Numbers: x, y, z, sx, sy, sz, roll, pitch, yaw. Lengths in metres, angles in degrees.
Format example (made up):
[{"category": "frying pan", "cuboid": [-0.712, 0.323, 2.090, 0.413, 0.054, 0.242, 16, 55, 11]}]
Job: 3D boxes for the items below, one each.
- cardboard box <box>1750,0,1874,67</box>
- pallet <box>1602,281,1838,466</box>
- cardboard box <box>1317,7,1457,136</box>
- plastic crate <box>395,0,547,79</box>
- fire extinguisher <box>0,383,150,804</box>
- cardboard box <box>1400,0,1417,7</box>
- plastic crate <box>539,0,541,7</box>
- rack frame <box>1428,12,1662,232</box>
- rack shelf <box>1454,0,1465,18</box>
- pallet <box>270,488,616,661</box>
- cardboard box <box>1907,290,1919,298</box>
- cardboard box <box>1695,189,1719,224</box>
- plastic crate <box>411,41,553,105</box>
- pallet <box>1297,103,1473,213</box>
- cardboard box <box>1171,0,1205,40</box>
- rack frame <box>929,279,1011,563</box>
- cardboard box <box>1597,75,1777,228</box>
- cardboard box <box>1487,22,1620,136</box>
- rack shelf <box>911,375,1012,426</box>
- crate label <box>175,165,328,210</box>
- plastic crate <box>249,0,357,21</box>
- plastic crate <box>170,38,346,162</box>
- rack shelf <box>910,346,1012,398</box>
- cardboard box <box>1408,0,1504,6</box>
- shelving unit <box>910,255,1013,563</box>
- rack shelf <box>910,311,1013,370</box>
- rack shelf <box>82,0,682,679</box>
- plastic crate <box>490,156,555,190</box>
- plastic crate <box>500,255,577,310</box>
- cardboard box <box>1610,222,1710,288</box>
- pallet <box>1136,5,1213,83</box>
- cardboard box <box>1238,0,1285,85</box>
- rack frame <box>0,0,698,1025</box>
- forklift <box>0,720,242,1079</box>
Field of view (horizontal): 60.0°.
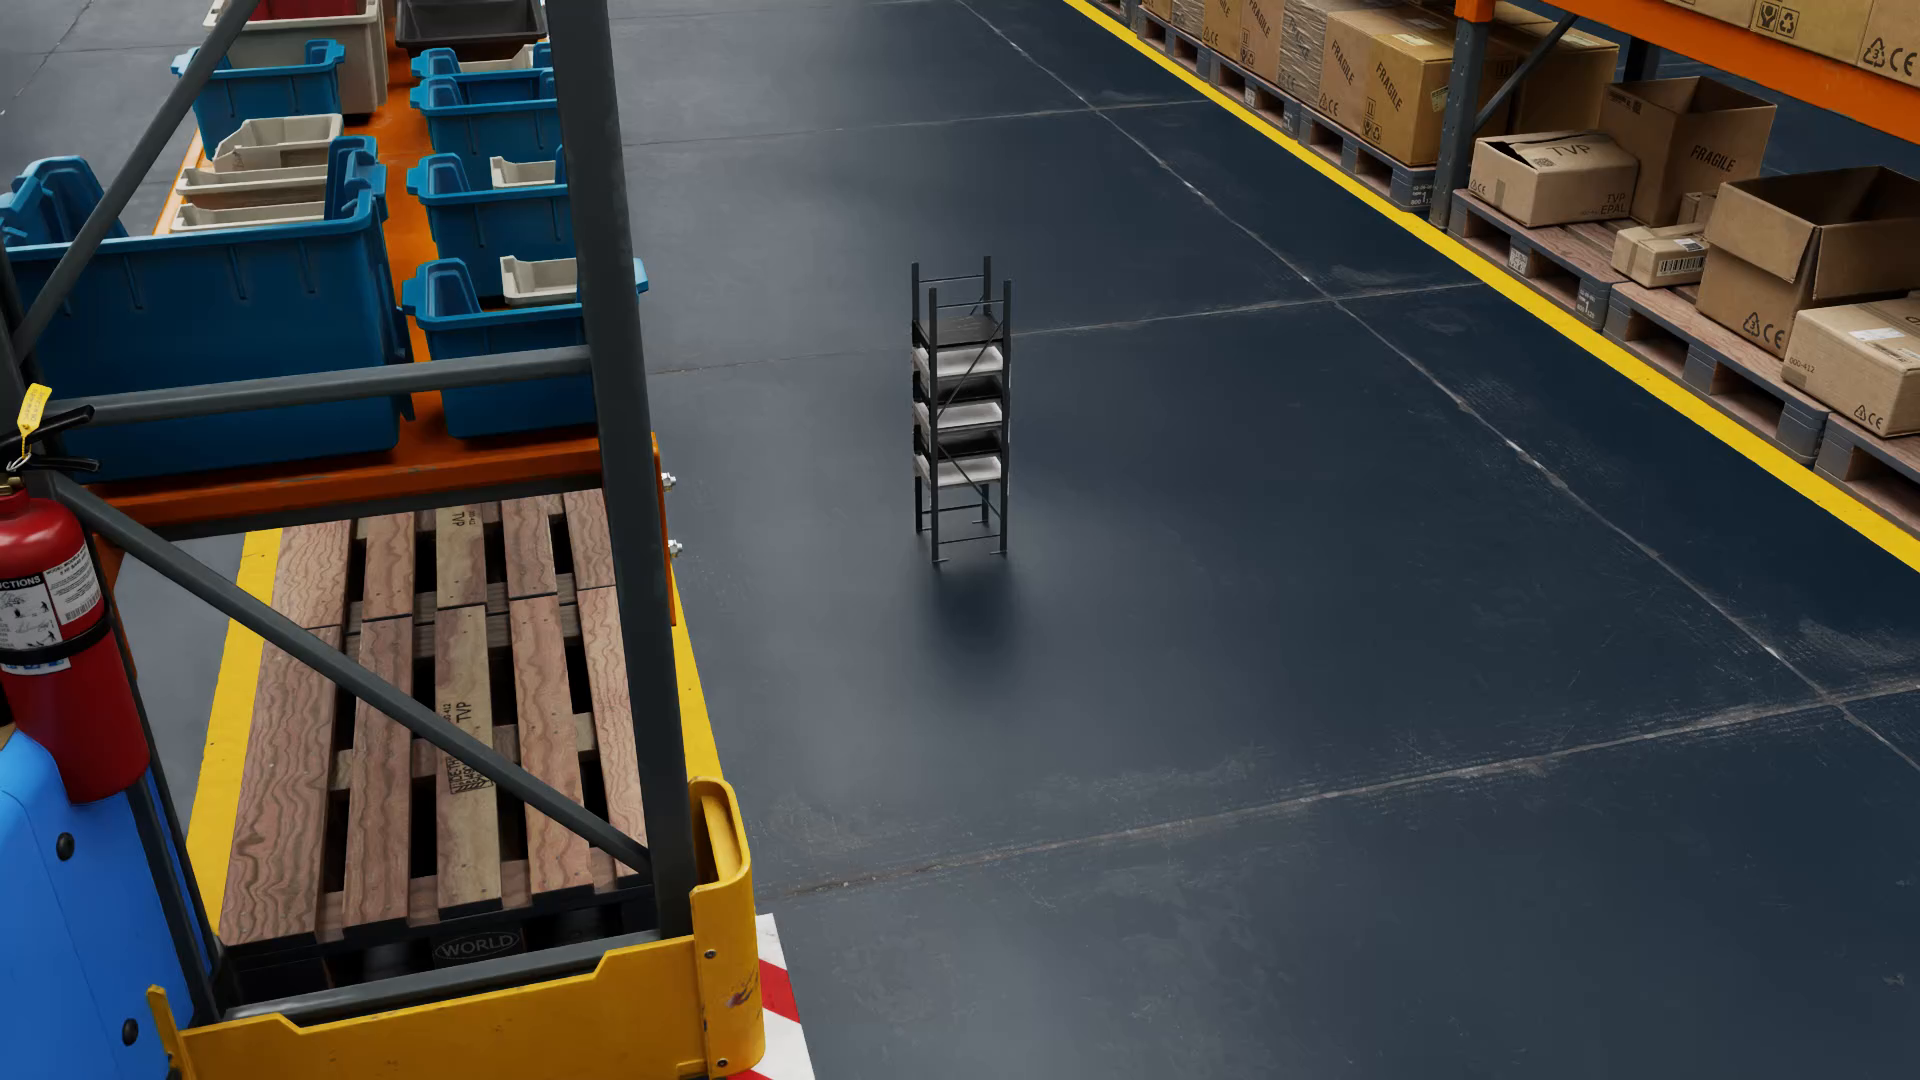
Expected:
[{"category": "cardboard box", "cuboid": [2.979, -1.854, 5.358, 0.500, 0.500, 0.500, -8, 31, -14]}, {"category": "pallet", "cuboid": [3.209, -0.698, 6.245, 1.003, 0.211, 1.213, -8, 31, -13]}, {"category": "cardboard box", "cuboid": [2.170, -2.376, 8.416, 0.500, 0.500, 0.500, -8, 31, -13]}, {"category": "plastic crate", "cuboid": [-1.521, -1.572, 5.186, 0.437, 0.125, 0.590, -8, 31, -13]}, {"category": "fire extinguisher", "cuboid": [-1.413, 0.090, 2.550, 0.296, 0.674, 0.183, -8, 31, -13]}, {"category": "cardboard box", "cuboid": [2.529, -2.700, 8.976, 0.500, 0.500, 0.500, -7, 31, -13]}, {"category": "plastic crate", "cuboid": [-1.624, -2.009, 5.683, 0.392, 0.384, 0.575, -8, 31, -13]}, {"category": "rack frame", "cuboid": [2.700, -2.827, 7.140, 1.000, 3.000, 0.127, -8, 31, -13]}, {"category": "rack shelf", "cuboid": [2.169, -3.481, 8.989, 1.077, 0.370, 4.000, -8, 31, -13]}, {"category": "pallet", "cuboid": [-1.517, -0.023, 5.079, 1.003, 0.211, 1.213, -8, 31, -13]}, {"category": "cardboard box", "cuboid": [3.625, -0.679, 5.734, 0.500, 0.250, 0.500, -8, 31, -13]}, {"category": "cardboard box", "cuboid": [3.324, -1.254, 6.667, 0.500, 0.311, 0.500, -8, 31, -13]}, {"category": "plastic crate", "cuboid": [-1.192, -1.136, 4.325, 0.416, 0.233, 0.300, -8, 31, -13]}, {"category": "pallet", "cuboid": [2.448, -2.008, 8.508, 1.003, 0.211, 1.213, -8, 31, -13]}, {"category": "cardboard box", "cuboid": [1.628, -3.357, 10.112, 0.500, 0.500, 0.500, -9, 31, -15]}, {"category": "rack frame", "cuboid": [0.029, -0.336, 4.933, 0.240, 0.900, 0.006, -8, 31, -13]}, {"category": "cardboard box", "cuboid": [3.125, -1.698, 7.245, 0.500, 0.500, 0.500, -8, 31, -13]}, {"category": "cardboard box", "cuboid": [2.807, -2.201, 8.115, 0.500, 0.500, 0.500, -9, 31, -16]}, {"category": "rack shelf", "cuboid": [0.002, -0.435, 4.989, 0.258, 0.077, 0.200, -8, 31, -13]}, {"category": "crate label", "cuboid": [-1.566, -0.793, 3.829, 0.396, 0.136, 0.243, -8, 31, -13]}, {"category": "plastic crate", "cuboid": [-2.081, -1.759, 5.171, 0.402, 0.464, 0.583, -8, 31, -13]}, {"category": "plastic crate", "cuboid": [-1.807, -1.149, 4.349, 0.416, 0.233, 0.300, -8, 31, -13]}, {"category": "rack shelf", "cuboid": [0.002, -0.512, 4.944, 0.258, 0.077, 0.200, -8, 31, -13]}, {"category": "cardboard box", "cuboid": [2.541, -3.009, 8.762, 0.500, 0.250, 0.500, -8, 31, -13]}, {"category": "shelving unit", "cuboid": [0.002, -0.386, 5.018, 0.258, 0.900, 0.210, -8, 31, -13]}, {"category": "rack shelf", "cuboid": [0.002, -0.590, 4.899, 0.258, 0.077, 0.200, -8, 31, -13]}, {"category": "rack shelf", "cuboid": [-1.546, -0.893, 4.516, 1.077, 0.370, 4.000, -8, 31, -13]}, {"category": "plastic crate", "cuboid": [-0.948, -0.807, 3.852, 0.250, 0.136, 0.298, -8, 31, -13]}, {"category": "plastic crate", "cuboid": [-0.768, -0.479, 3.286, 0.250, 0.136, 0.298, -8, 31, -13]}, {"category": "cardboard box", "cuboid": [2.842, -1.143, 6.620, 0.380, 0.166, 0.250, -8, 31, -13]}, {"category": "pallet", "cuboid": [1.800, -3.186, 10.544, 1.003, 0.211, 1.213, -8, 31, -13]}, {"category": "cardboard box", "cuboid": [1.900, -2.863, 9.258, 0.500, 0.500, 0.500, -9, 31, -15]}, {"category": "rack frame", "cuboid": [-1.015, -0.238, 2.667, 1.000, 3.000, 0.127, -8, 31, -13]}, {"category": "forklift", "cuboid": [-2.901, 0.091, 2.166, 3.031, 2.935, 1.130, -3, 30, -4]}]
